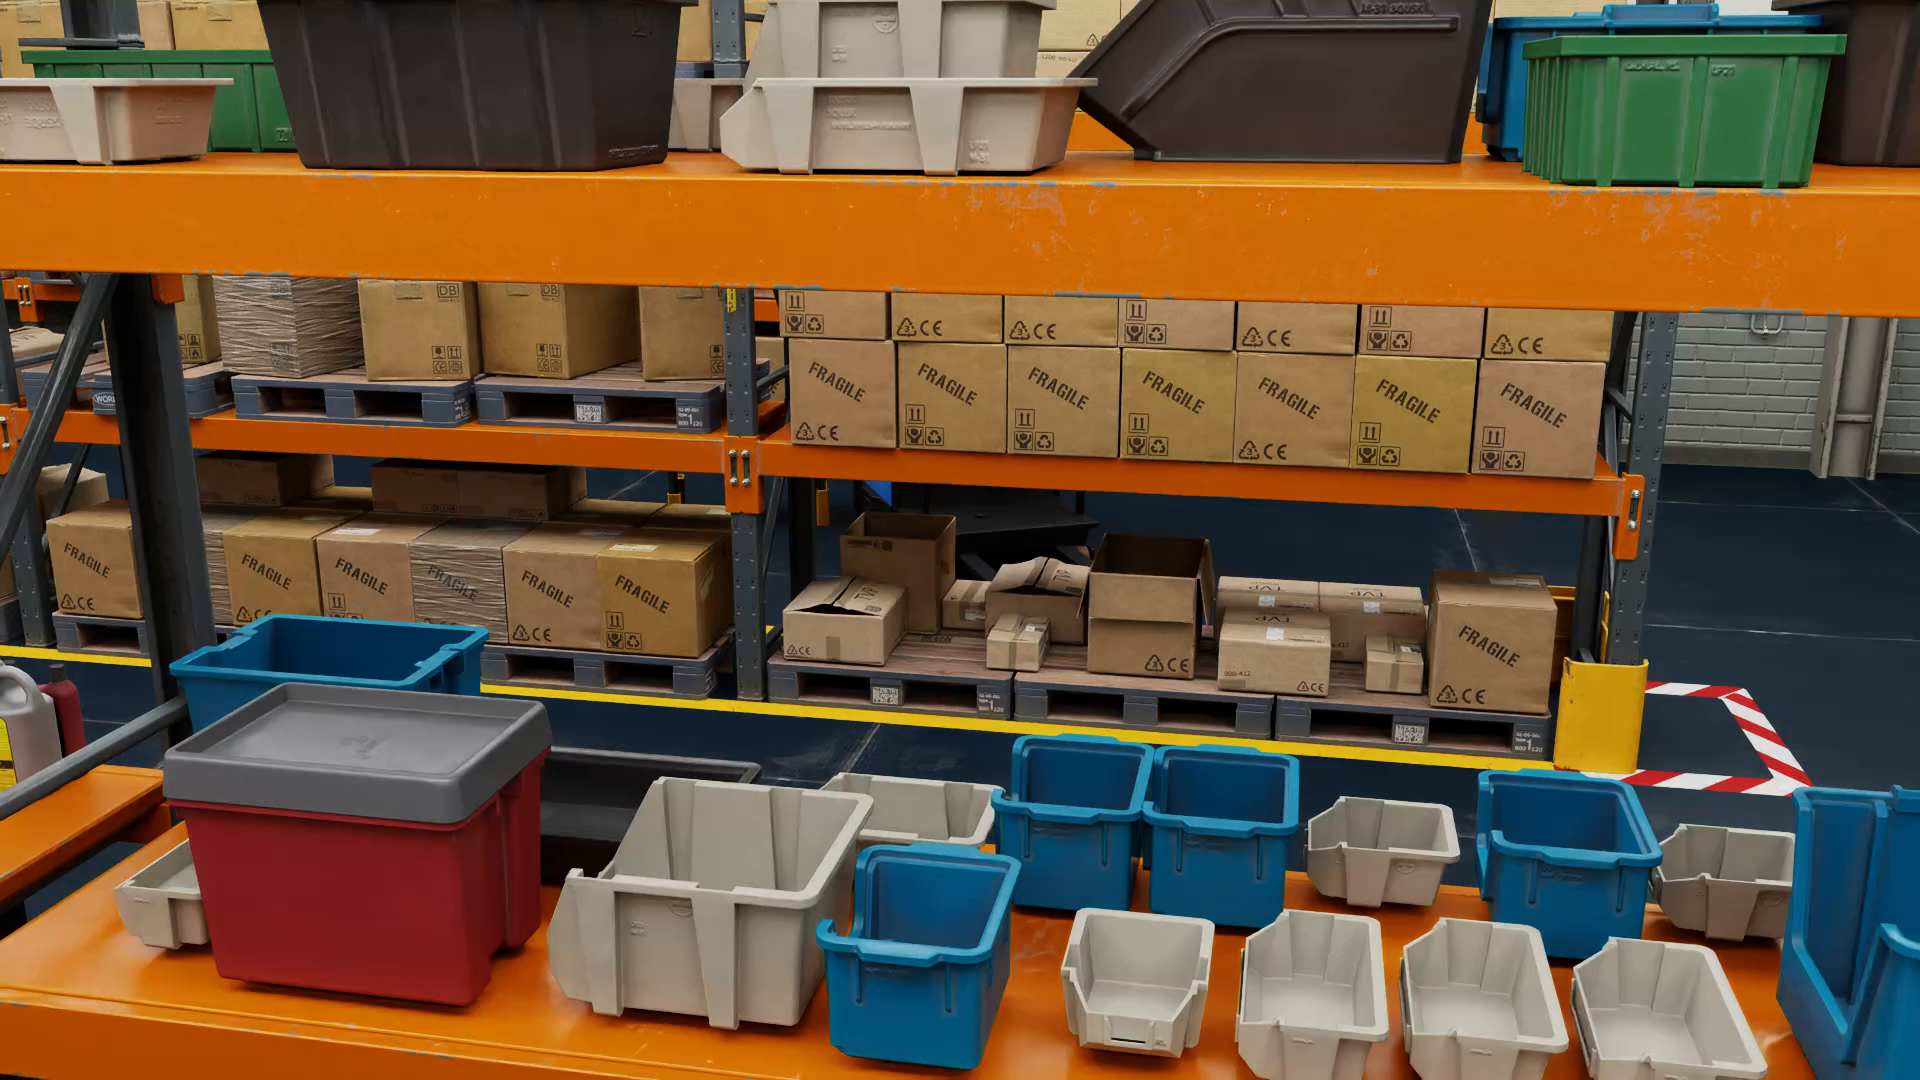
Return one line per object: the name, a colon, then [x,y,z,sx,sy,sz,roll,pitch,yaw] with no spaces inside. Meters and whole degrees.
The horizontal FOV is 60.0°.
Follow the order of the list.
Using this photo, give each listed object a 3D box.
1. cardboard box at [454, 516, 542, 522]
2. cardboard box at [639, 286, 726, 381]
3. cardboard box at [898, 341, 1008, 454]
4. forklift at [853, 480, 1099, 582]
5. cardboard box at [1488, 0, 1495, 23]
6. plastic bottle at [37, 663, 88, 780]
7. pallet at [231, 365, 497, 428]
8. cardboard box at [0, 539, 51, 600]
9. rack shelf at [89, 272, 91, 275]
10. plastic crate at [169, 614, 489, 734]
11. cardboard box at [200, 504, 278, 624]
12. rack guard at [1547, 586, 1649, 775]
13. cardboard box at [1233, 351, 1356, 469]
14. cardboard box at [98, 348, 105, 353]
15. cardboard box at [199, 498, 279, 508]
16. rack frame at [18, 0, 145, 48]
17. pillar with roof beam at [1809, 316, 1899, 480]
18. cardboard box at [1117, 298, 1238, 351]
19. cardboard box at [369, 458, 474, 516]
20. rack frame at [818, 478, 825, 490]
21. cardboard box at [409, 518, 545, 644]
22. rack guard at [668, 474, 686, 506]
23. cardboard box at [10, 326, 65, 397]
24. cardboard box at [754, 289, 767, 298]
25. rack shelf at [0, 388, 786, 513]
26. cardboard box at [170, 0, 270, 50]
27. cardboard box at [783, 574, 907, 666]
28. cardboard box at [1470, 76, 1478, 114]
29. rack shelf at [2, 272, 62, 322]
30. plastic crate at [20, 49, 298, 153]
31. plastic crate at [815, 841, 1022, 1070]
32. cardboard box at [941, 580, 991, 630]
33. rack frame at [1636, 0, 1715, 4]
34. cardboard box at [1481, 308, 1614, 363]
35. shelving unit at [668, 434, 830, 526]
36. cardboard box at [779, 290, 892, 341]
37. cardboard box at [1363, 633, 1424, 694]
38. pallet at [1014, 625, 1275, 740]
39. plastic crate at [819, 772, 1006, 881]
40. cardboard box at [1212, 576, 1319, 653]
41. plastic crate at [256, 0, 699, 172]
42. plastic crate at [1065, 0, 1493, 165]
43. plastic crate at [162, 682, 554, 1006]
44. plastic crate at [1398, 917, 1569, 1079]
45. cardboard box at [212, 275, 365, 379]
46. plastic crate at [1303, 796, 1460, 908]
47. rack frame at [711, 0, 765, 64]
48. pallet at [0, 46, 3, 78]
cardboard box: [-2.369,0.064,9.002,0.500,0.500,0.500,3,16,12]
cardboard box: [-1.350,-1.120,8.442,0.500,0.500,0.700,-2,16,-8]
cardboard box: [0.017,-0.709,7.745,0.500,0.500,0.500,3,16,12]
forklift: [0.185,-1.254,10.027,1.130,2.935,3.031,-5,16,-17]
cardboard box: [1.945,-2.174,6.947,0.500,0.250,0.500,3,16,11]
plastic bottle: [-2.196,0.435,4.020,0.133,0.283,0.061,3,16,11]
pallet: [-2.944,-0.804,8.633,1.213,0.211,1.003,3,16,11]
cardboard box: [-5.415,0.160,9.159,0.500,0.250,0.500,3,16,12]
rack shelf: [-3.881,-0.695,3.611,4.000,0.370,1.077,3,16,11]
plastic crate: [-1.396,0.424,3.758,0.575,0.384,0.392,3,16,11]
cardboard box: [-3.947,0.120,8.799,0.500,0.500,0.500,3,16,9]
rack guard: [2.915,0.628,7.789,0.348,0.500,1.175,3,16,11]
cardboard box: [1.499,-0.628,7.453,0.500,0.500,0.500,3,16,12]
cardboard box: [-7.062,-1.480,14.573,0.500,0.500,0.700,4,16,13]
cardboard box: [-3.887,-0.017,9.294,0.500,0.500,0.500,4,16,13]
rack frame: [-1.921,-2.381,2.731,0.127,3.000,1.000,3,16,11]
pillar with roof beam: [5.933,-3.716,7.551,0.400,9.000,9.100,3,16,11]
cardboard box: [0.991,-1.135,7.410,0.500,0.500,0.500,4,16,13]
cardboard box: [-2.828,-0.323,8.994,0.500,0.250,0.500,3,16,10]
rack frame: [-0.962,-0.895,11.412,0.032,1.500,0.500,-2,16,-6]
cardboard box: [-2.445,0.201,8.507,0.500,0.500,0.500,3,16,12]
rack guard: [-1.953,-0.263,11.472,0.087,0.250,0.587,-2,16,-6]
cardboard box: [-5.198,-0.986,9.100,0.500,0.311,0.500,4,16,15]
cardboard box: [-1.571,-1.993,13.001,0.250,0.149,0.380,3,16,10]
rack shelf: [-2.890,-0.545,8.689,4.000,0.370,1.077,3,16,11]
cardboard box: [-3.407,-2.423,8.313,0.500,0.500,0.910,3,16,11]
cardboard box: [-0.562,0.377,8.224,0.500,0.311,0.500,3,16,11]
cardboard box: [1.945,-1.934,7.016,0.500,0.250,0.500,3,16,11]
rack shelf: [-9.746,-2.267,14.904,4.000,0.370,1.077,3,16,11]
plastic crate: [-1.446,-0.890,3.364,0.662,0.188,0.450,3,16,11]
plastic crate: [-0.065,0.732,2.930,0.300,0.233,0.416,3,16,11]
cardboard box: [0.064,0.337,8.674,0.250,0.149,0.380,3,16,11]
rack frame: [2.989,-3.464,6.640,0.127,3.000,1.000,3,16,11]
cardboard box: [2.498,-1.055,7.120,0.500,0.500,0.500,3,16,11]
shelving unit: [-1.458,-0.880,11.359,1.083,1.500,0.587,-2,16,-6]
cardboard box: [-0.525,-1.217,7.706,0.500,0.500,0.500,4,16,13]
cardboard box: [2.028,0.571,7.795,0.250,0.166,0.380,3,16,11]
pallet: [0.941,0.660,8.216,1.213,0.211,1.003,3,16,11]
plastic crate: [-0.155,0.622,3.508,0.466,0.136,0.293,3,16,11]
cardboard box: [1.533,0.384,8.313,0.500,0.250,0.500,3,16,11]
plastic crate: [-0.759,-0.735,2.651,0.590,0.269,0.497,3,16,11]
plastic crate: [0.556,-0.846,2.924,0.767,0.338,0.504,3,16,11]
plastic crate: [-1.096,0.563,3.107,0.583,0.464,0.402,3,16,11]
plastic crate: [0.882,0.806,2.846,0.243,0.136,0.396,3,16,11]
cardboard box: [-3.353,-1.146,8.537,0.500,0.500,0.700,6,17,22]
plastic crate: [0.860,0.647,3.419,0.298,0.136,0.250,3,16,11]
rack frame: [-0.931,-3.677,7.408,0.127,3.000,1.000,3,16,11]
pallet: [-2.709,-0.861,3.215,1.003,0.211,1.213,3,16,11]
